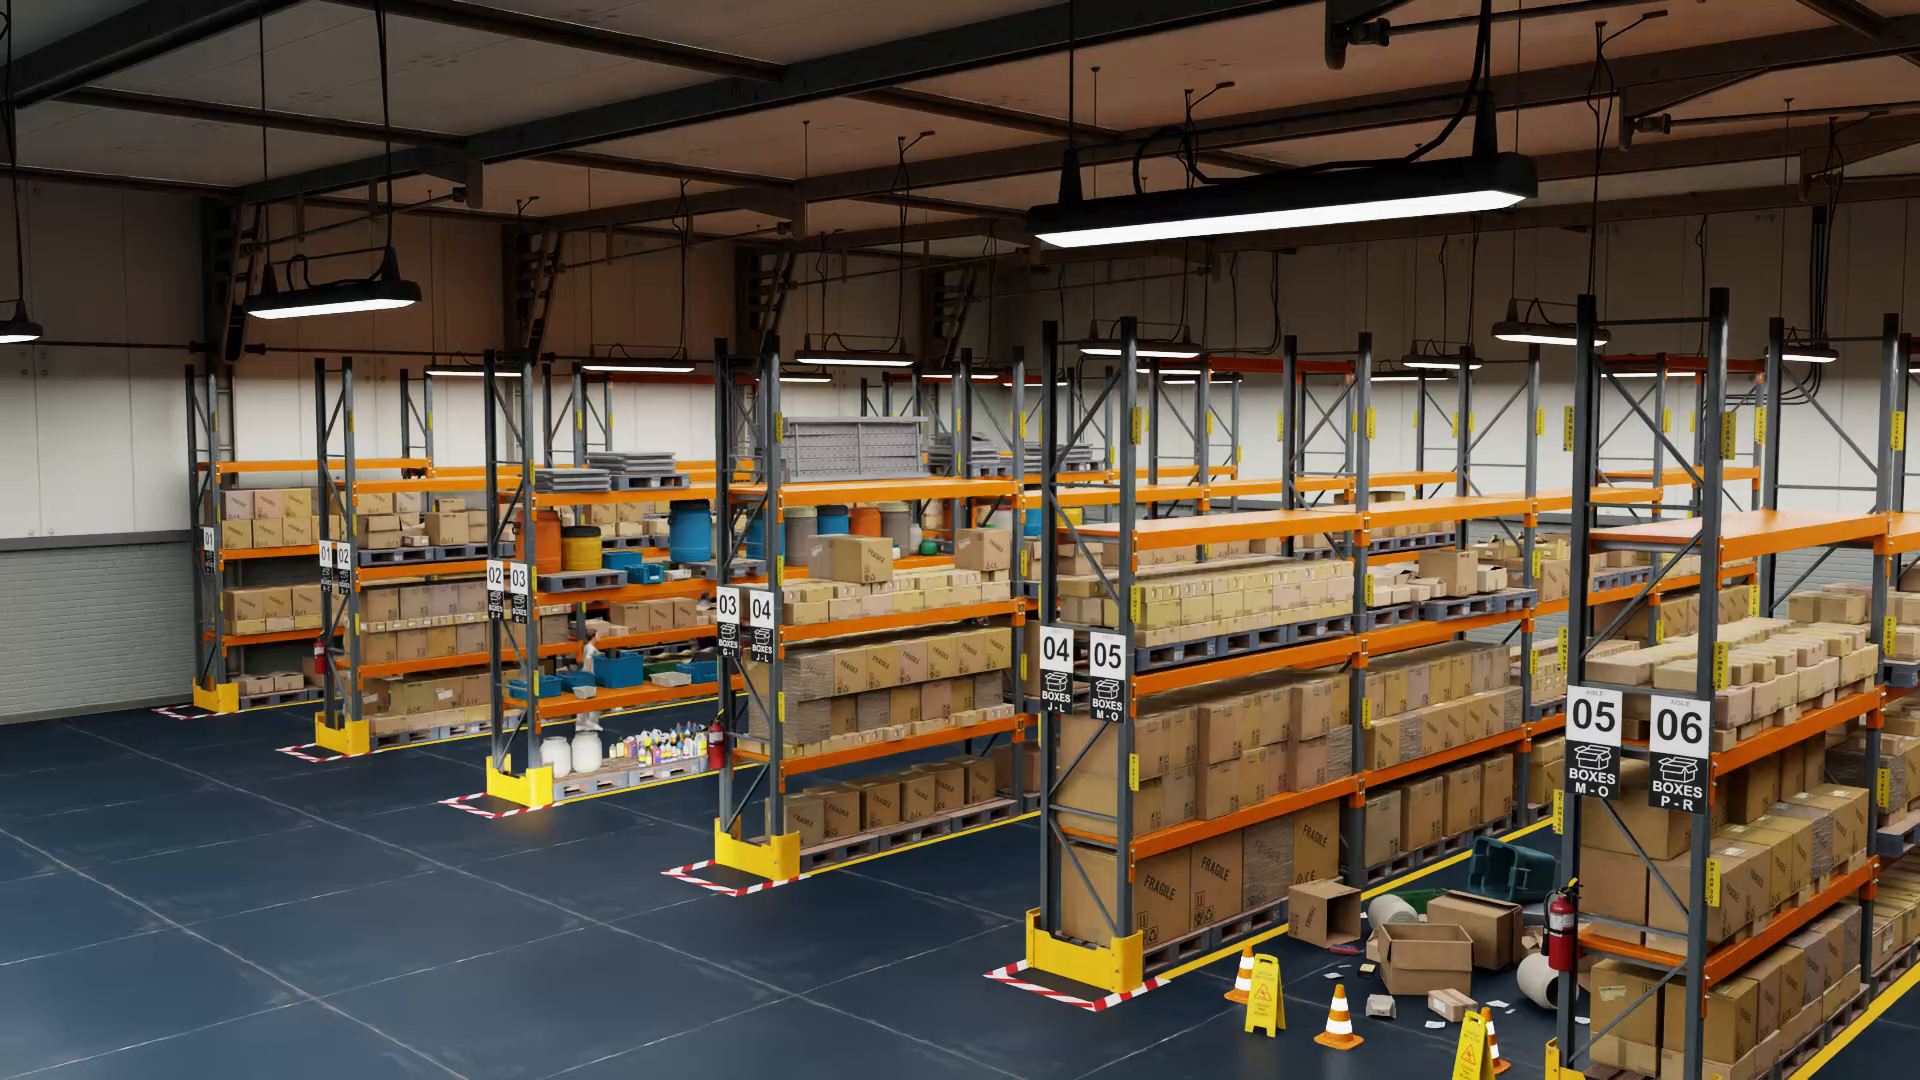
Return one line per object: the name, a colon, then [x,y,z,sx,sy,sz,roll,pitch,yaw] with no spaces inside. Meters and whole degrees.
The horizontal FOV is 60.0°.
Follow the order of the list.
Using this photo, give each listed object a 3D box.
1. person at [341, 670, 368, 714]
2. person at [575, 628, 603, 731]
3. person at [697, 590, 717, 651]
person: [-10.103,2.151,27.705,0.515,1.775,0.594,-3,5,-36]
person: [-6.005,2.258,26.975,0.515,1.657,0.474,-3,5,-32]
person: [-5.073,1.807,33.107,0.462,1.637,0.545,-3,5,-36]
